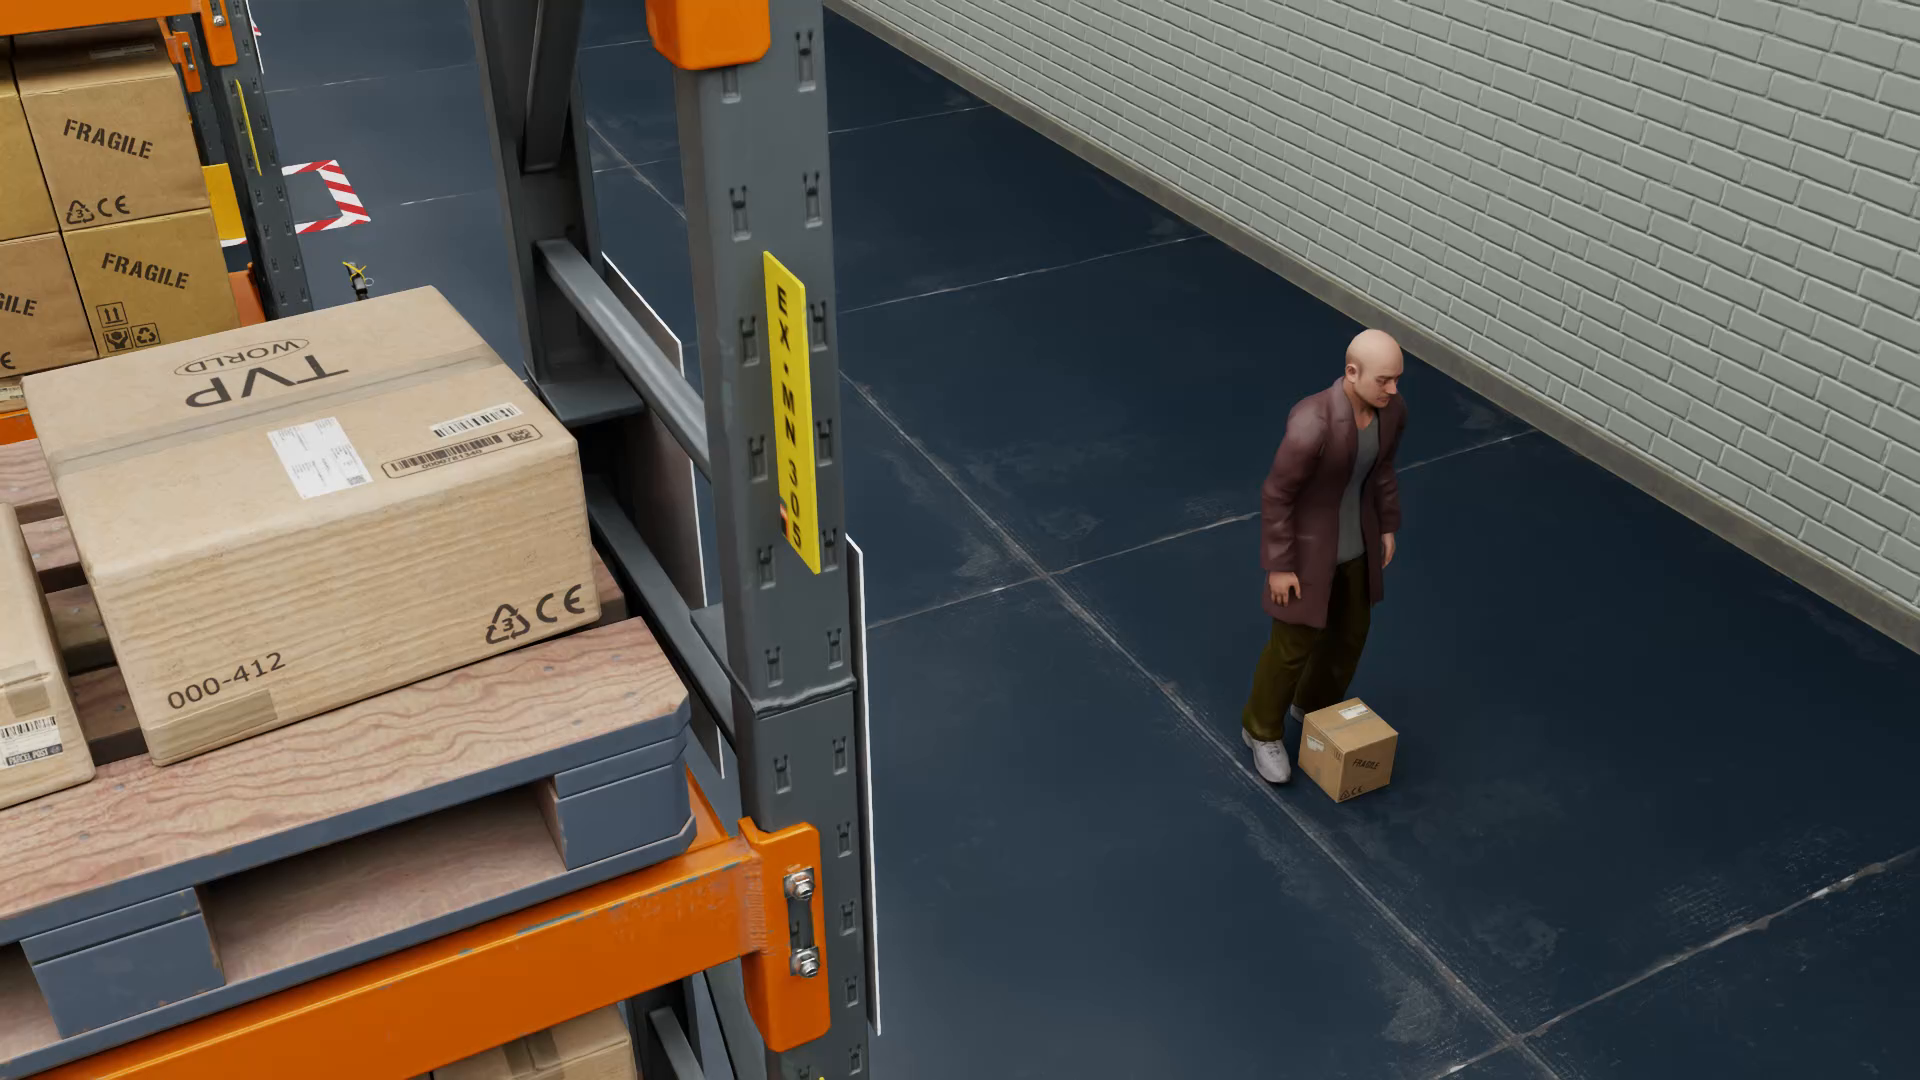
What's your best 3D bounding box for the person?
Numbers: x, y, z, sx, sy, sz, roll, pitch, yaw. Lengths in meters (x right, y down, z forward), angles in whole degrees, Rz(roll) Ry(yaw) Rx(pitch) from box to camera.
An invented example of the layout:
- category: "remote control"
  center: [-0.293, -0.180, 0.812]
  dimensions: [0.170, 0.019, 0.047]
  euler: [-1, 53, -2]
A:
- category: "person"
  center: [1.362, 0.061, 6.119]
  dimensions: [0.651, 1.708, 0.428]
  euler: [-18, 37, -26]
